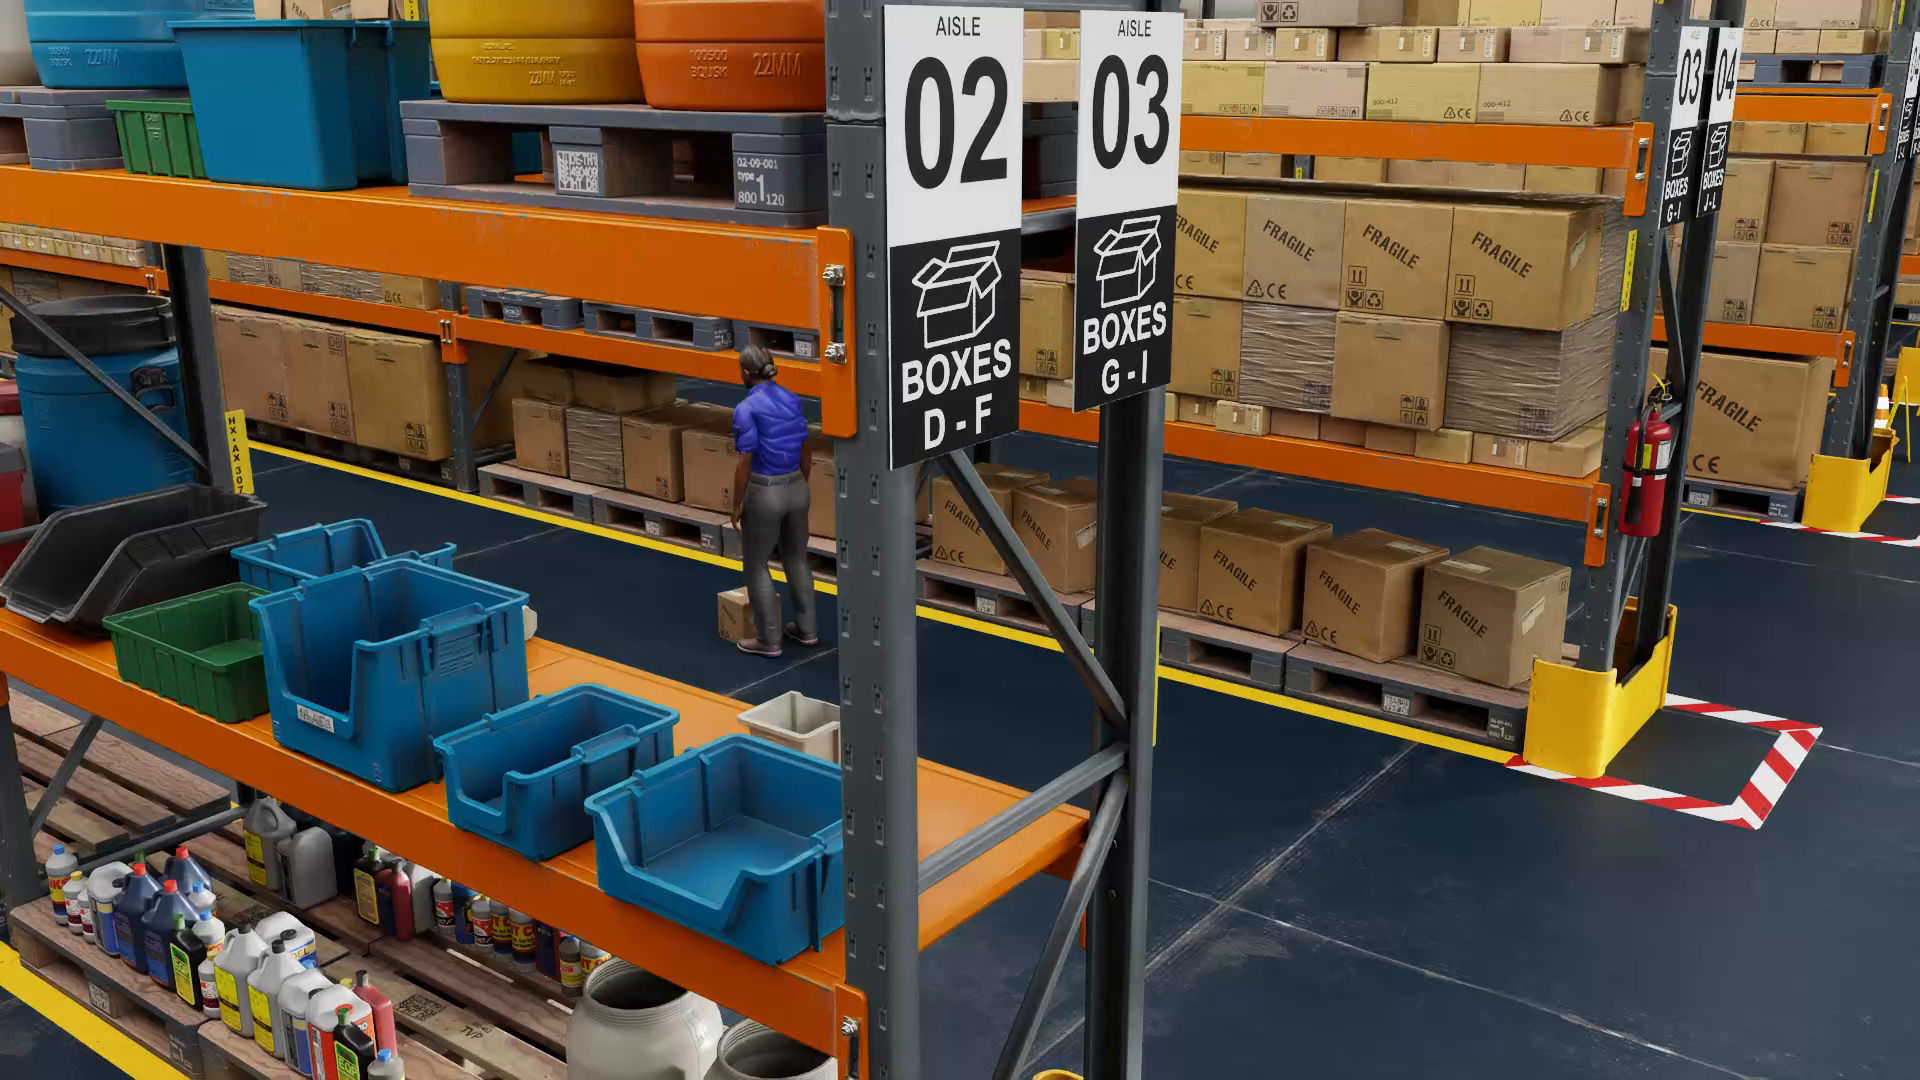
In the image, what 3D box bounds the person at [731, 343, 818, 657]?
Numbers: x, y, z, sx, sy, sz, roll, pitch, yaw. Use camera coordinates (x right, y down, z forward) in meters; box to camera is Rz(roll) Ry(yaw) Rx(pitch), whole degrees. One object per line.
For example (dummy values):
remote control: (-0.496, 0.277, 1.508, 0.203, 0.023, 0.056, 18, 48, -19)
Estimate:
person: (-0.986, -0.211, 8.752, 0.518, 1.654, 0.353, -16, 23, -42)
